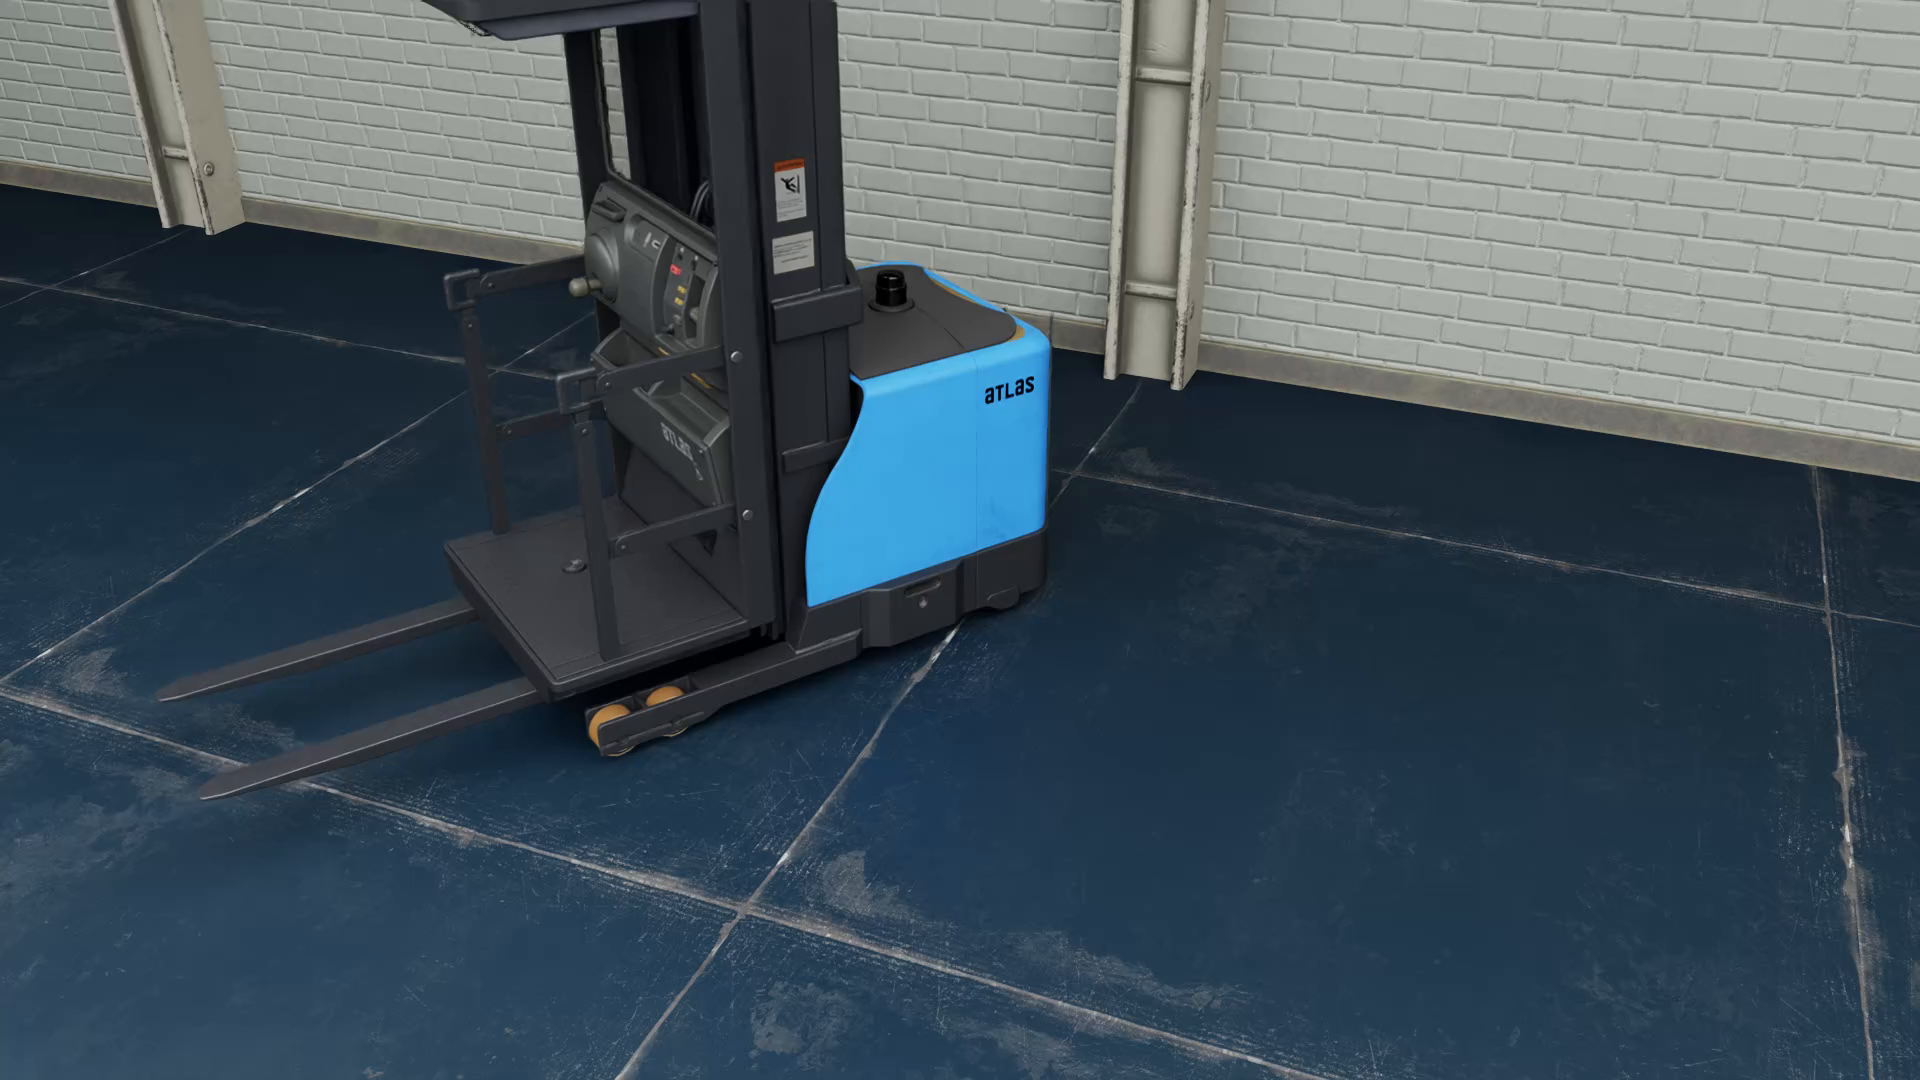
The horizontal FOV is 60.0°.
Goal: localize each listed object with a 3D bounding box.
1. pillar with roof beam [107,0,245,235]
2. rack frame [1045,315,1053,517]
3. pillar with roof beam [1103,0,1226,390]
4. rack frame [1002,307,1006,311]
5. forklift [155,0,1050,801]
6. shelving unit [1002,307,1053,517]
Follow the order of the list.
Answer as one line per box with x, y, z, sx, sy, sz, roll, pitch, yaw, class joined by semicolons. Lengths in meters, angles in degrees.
-6.235;-3.893;4.492;0.400;9.000;9.100;11;31;19;pillar with roof beam
0.307;-0.428;6.593;0.006;0.900;0.240;14;32;23;rack frame
-0.675;-2.783;2.528;0.400;9.000;9.100;11;31;19;pillar with roof beam
0.124;-0.473;6.672;0.006;0.900;0.240;14;32;23;rack frame
-1.177;-0.860;5.292;3.031;2.935;1.130;-18;34;-29;forklift
0.216;-0.451;6.633;0.210;0.900;0.258;14;32;23;shelving unit
